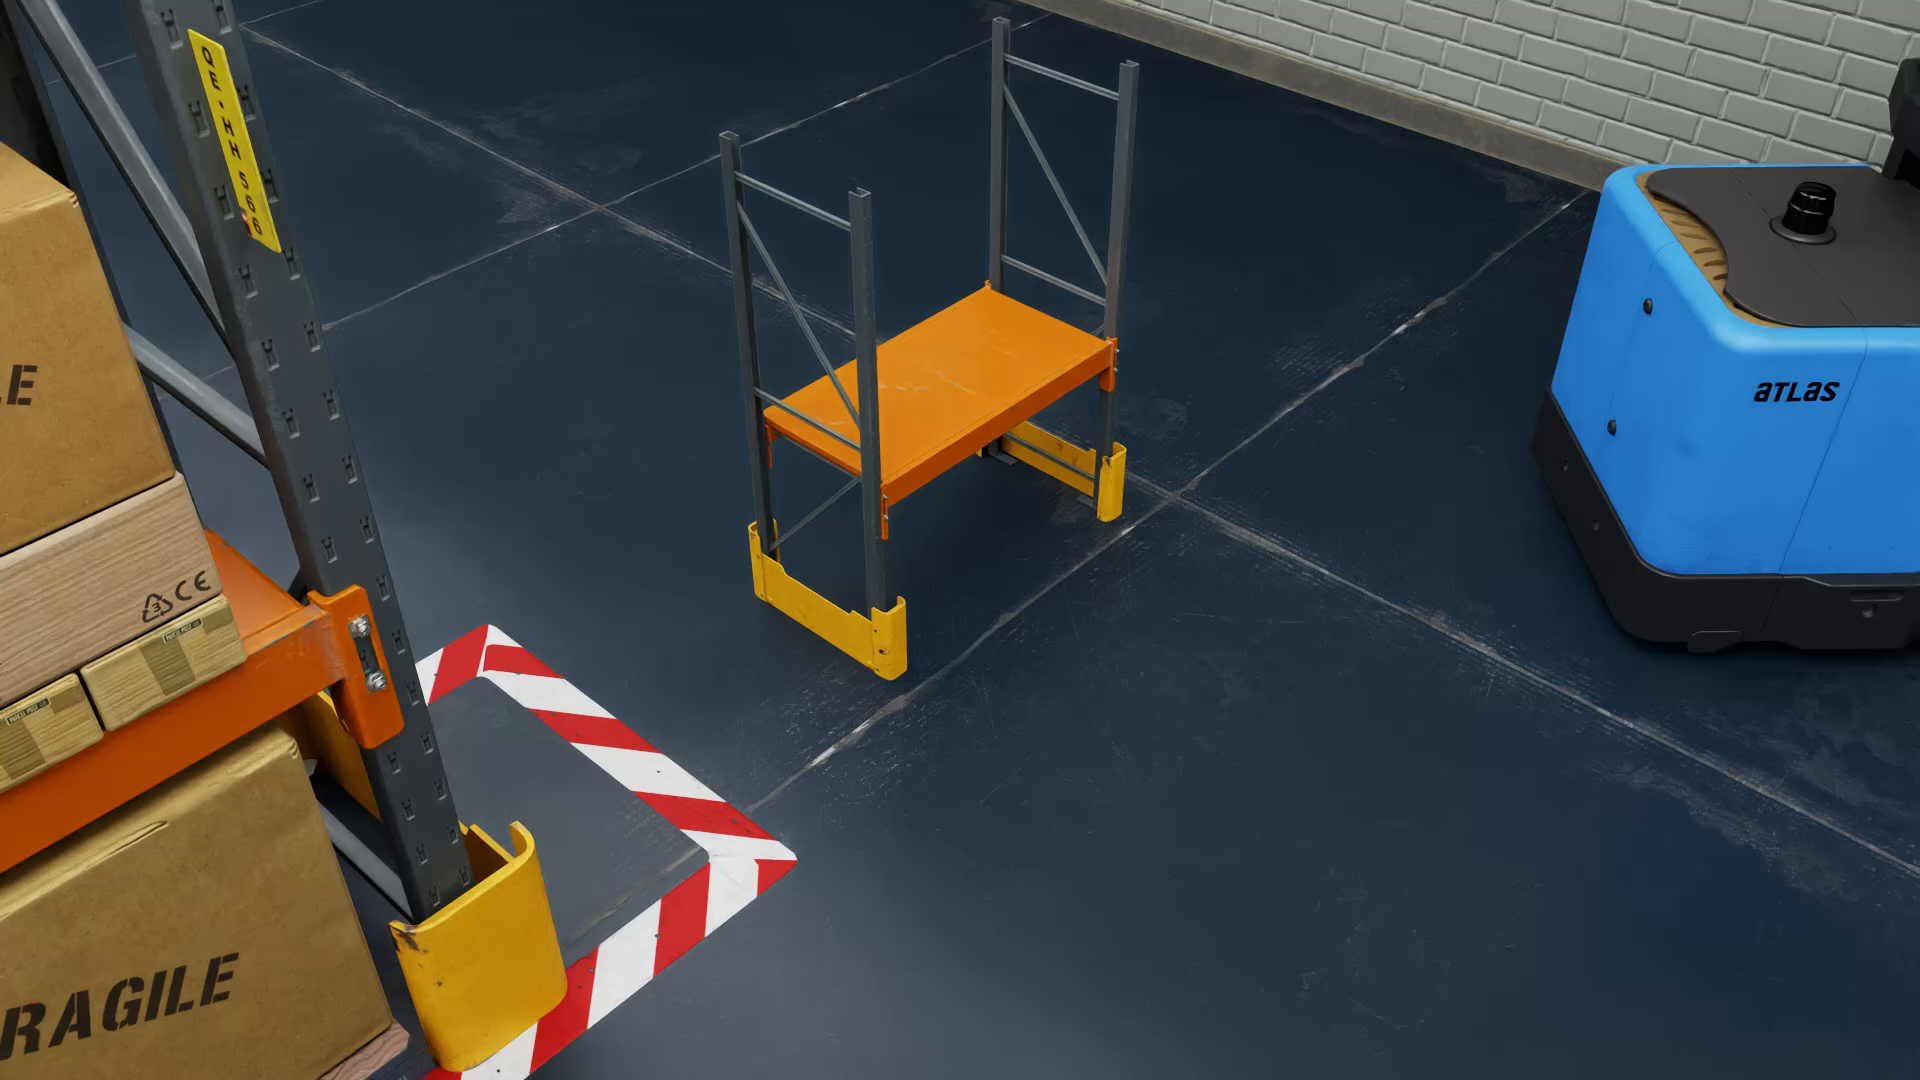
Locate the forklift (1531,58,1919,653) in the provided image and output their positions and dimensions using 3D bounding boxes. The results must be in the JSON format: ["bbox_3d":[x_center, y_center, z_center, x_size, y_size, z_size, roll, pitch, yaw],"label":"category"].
[{"bbox_3d":[3.414,-1.138,4.326,3.031,2.935,1.130,-1,38,-1],"label":"forklift"}]

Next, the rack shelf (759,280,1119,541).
[{"bbox_3d":[-0.058,-0.407,4.846,0.538,0.185,1.000,30,47,32],"label":"rack shelf"}]

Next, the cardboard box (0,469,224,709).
[{"bbox_3d":[-1.592,0.005,2.716,0.500,0.250,0.500,29,47,31],"label":"cardboard box"}]

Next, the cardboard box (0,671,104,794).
[{"bbox_3d":[-1.632,0.249,2.729,0.380,0.149,0.250,30,47,32],"label":"cardboard box"}]

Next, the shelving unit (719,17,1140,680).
[{"bbox_3d":[-0.051,-0.552,4.739,0.587,1.500,1.083,30,47,32],"label":"shelving unit"}]

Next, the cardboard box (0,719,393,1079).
[{"bbox_3d":[-1.833,0.723,3.300,0.875,0.875,0.875,30,47,32],"label":"cardboard box"}]

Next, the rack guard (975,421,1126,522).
[{"bbox_3d":[0.285,-0.292,5.416,0.587,0.250,0.087,30,47,32],"label":"rack guard"}]

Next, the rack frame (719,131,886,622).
[{"bbox_3d":[-0.401,-0.314,4.440,0.500,1.500,0.032,30,47,32],"label":"rack frame"}]

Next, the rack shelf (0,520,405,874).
[{"bbox_3d":[-2.810,0.929,2.250,1.077,0.370,4.000,30,47,32],"label":"rack shelf"}]

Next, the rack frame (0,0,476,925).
[{"bbox_3d":[-1.461,-0.272,3.182,1.000,3.000,0.127,30,47,32],"label":"rack frame"}]

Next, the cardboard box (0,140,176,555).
[{"bbox_3d":[-1.595,-0.289,2.482,0.500,0.500,0.500,30,47,32],"label":"cardboard box"}]

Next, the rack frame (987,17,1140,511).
[{"bbox_3d":[0.285,-0.781,5.028,0.500,1.500,0.032,30,47,32],"label":"rack frame"}]

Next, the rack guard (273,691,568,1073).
[{"bbox_3d":[-1.445,0.696,3.974,1.175,0.500,0.348,30,47,32],"label":"rack guard"}]

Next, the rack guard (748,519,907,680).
[{"bbox_3d":[-0.387,0.166,4.840,0.587,0.250,0.087,30,47,32],"label":"rack guard"}]

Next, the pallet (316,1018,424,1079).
[{"bbox_3d":[-1.942,1.220,3.546,1.003,0.211,1.213,30,47,32],"label":"pallet"}]

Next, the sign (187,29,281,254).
[{"bbox_3d":[-1.070,-0.583,2.453,0.100,0.325,0.005,30,47,32],"label":"sign"}]

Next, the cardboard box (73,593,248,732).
[{"bbox_3d":[-1.458,0.128,2.880,0.380,0.149,0.250,31,48,33],"label":"cardboard box"}]
